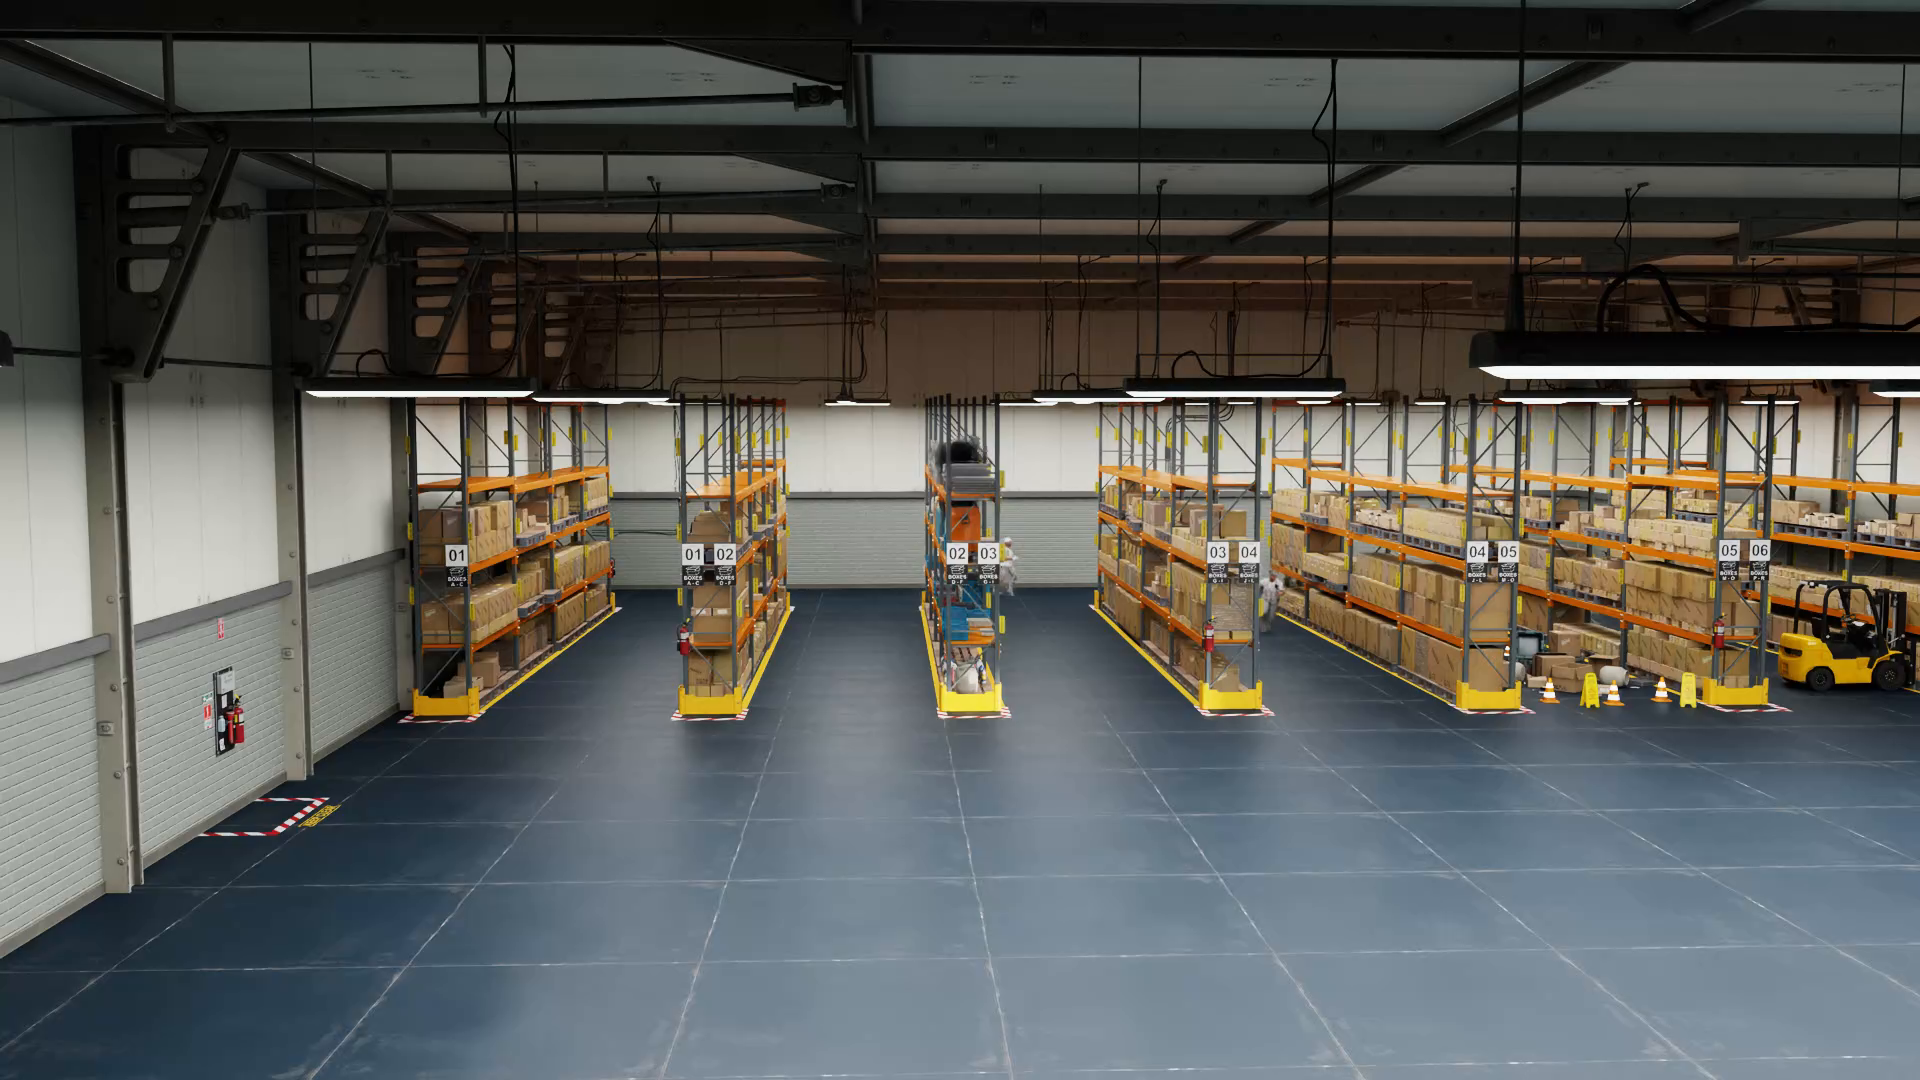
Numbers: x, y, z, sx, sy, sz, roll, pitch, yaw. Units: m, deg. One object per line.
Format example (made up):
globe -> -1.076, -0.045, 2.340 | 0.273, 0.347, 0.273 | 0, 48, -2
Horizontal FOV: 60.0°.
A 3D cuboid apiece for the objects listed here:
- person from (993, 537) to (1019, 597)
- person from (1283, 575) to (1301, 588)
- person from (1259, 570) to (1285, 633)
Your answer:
person -> 1.437, 0.831, 50.710 | 0.848, 1.836, 0.670 | 2, 5, 19
person -> 10.037, 0.882, 50.014 | 0.679, 1.845, 0.865 | 4, 6, 44
person -> 7.905, 1.544, 42.358 | 0.701, 1.637, 0.996 | 0, 5, 4
